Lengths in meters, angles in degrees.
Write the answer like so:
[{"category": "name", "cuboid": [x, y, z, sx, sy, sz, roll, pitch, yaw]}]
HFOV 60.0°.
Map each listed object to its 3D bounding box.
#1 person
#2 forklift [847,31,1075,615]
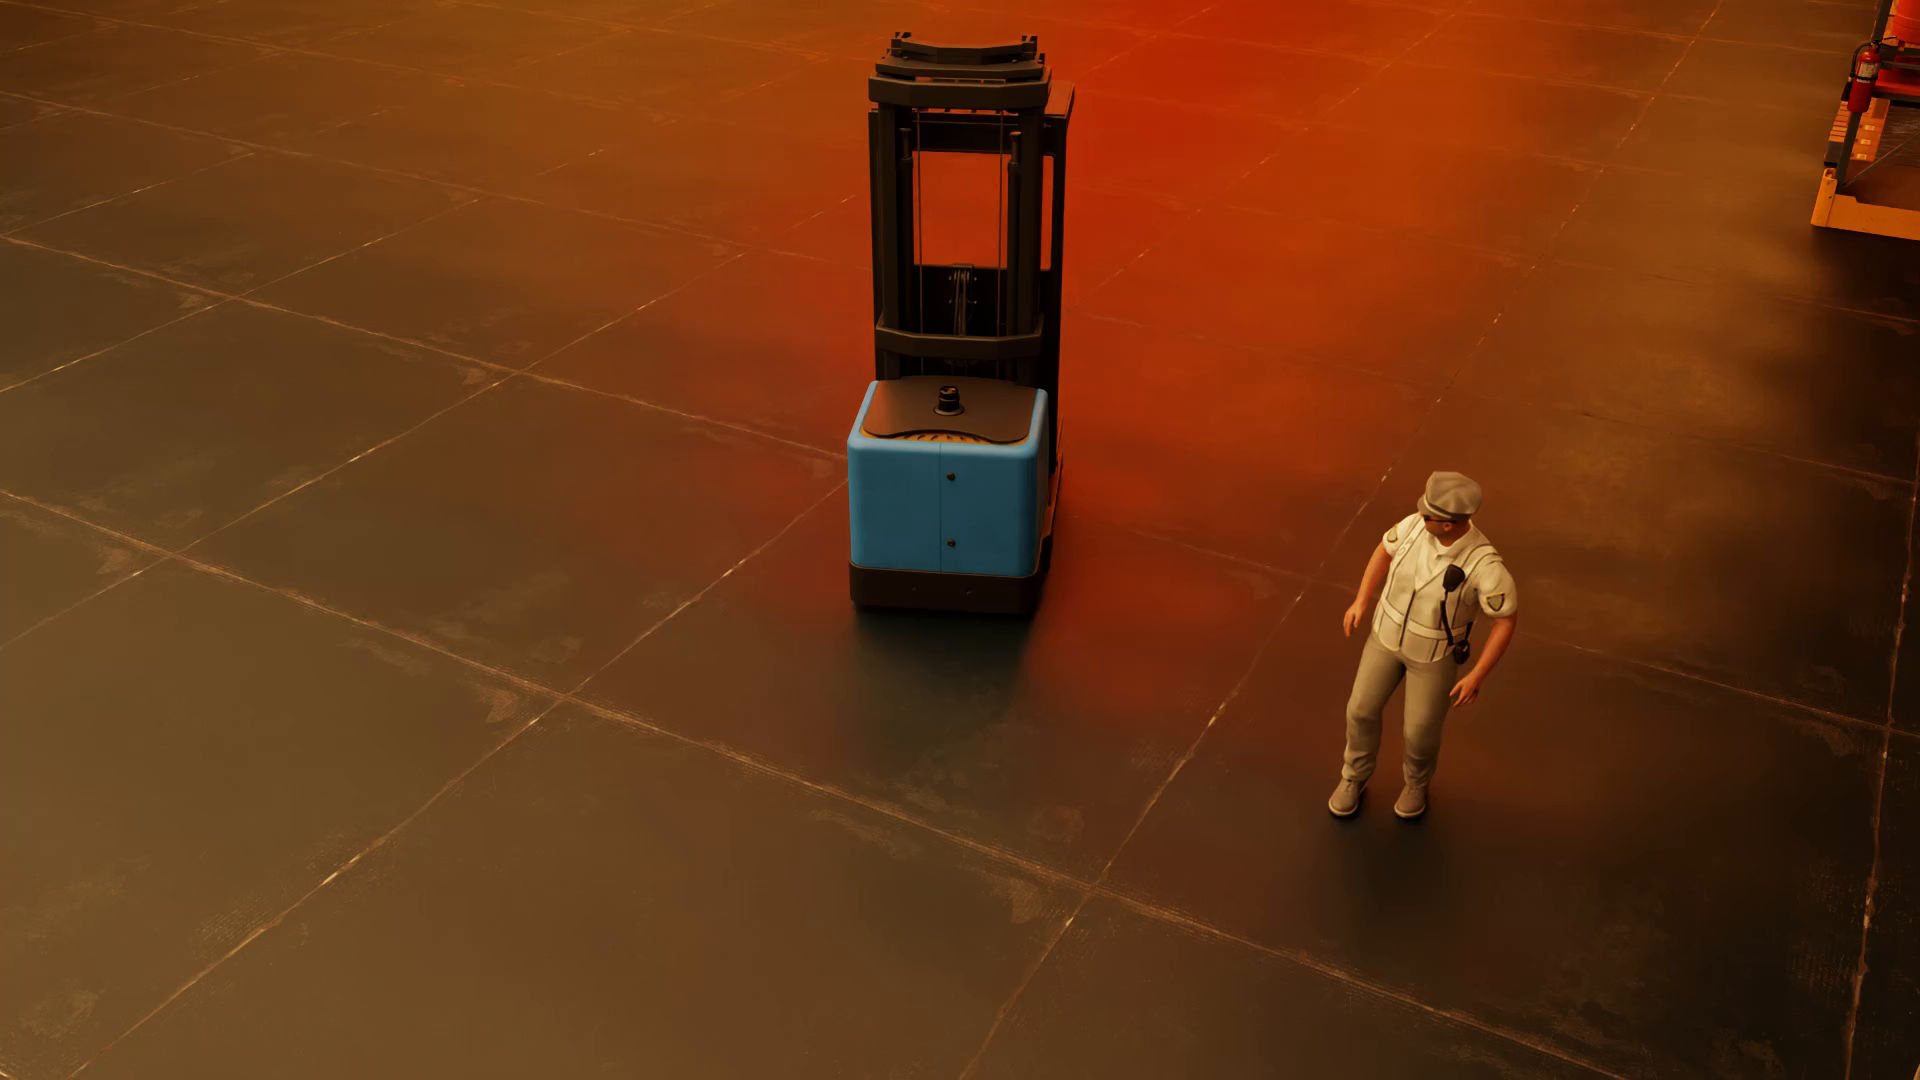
[{"category": "person", "cuboid": [2.046, 0.498, 7.407, 0.742, 1.736, 0.531, 22, 37, 34]}, {"category": "forklift", "cuboid": [0.072, -1.572, 9.794, 1.130, 2.935, 3.031, 3, 30, 6]}]
